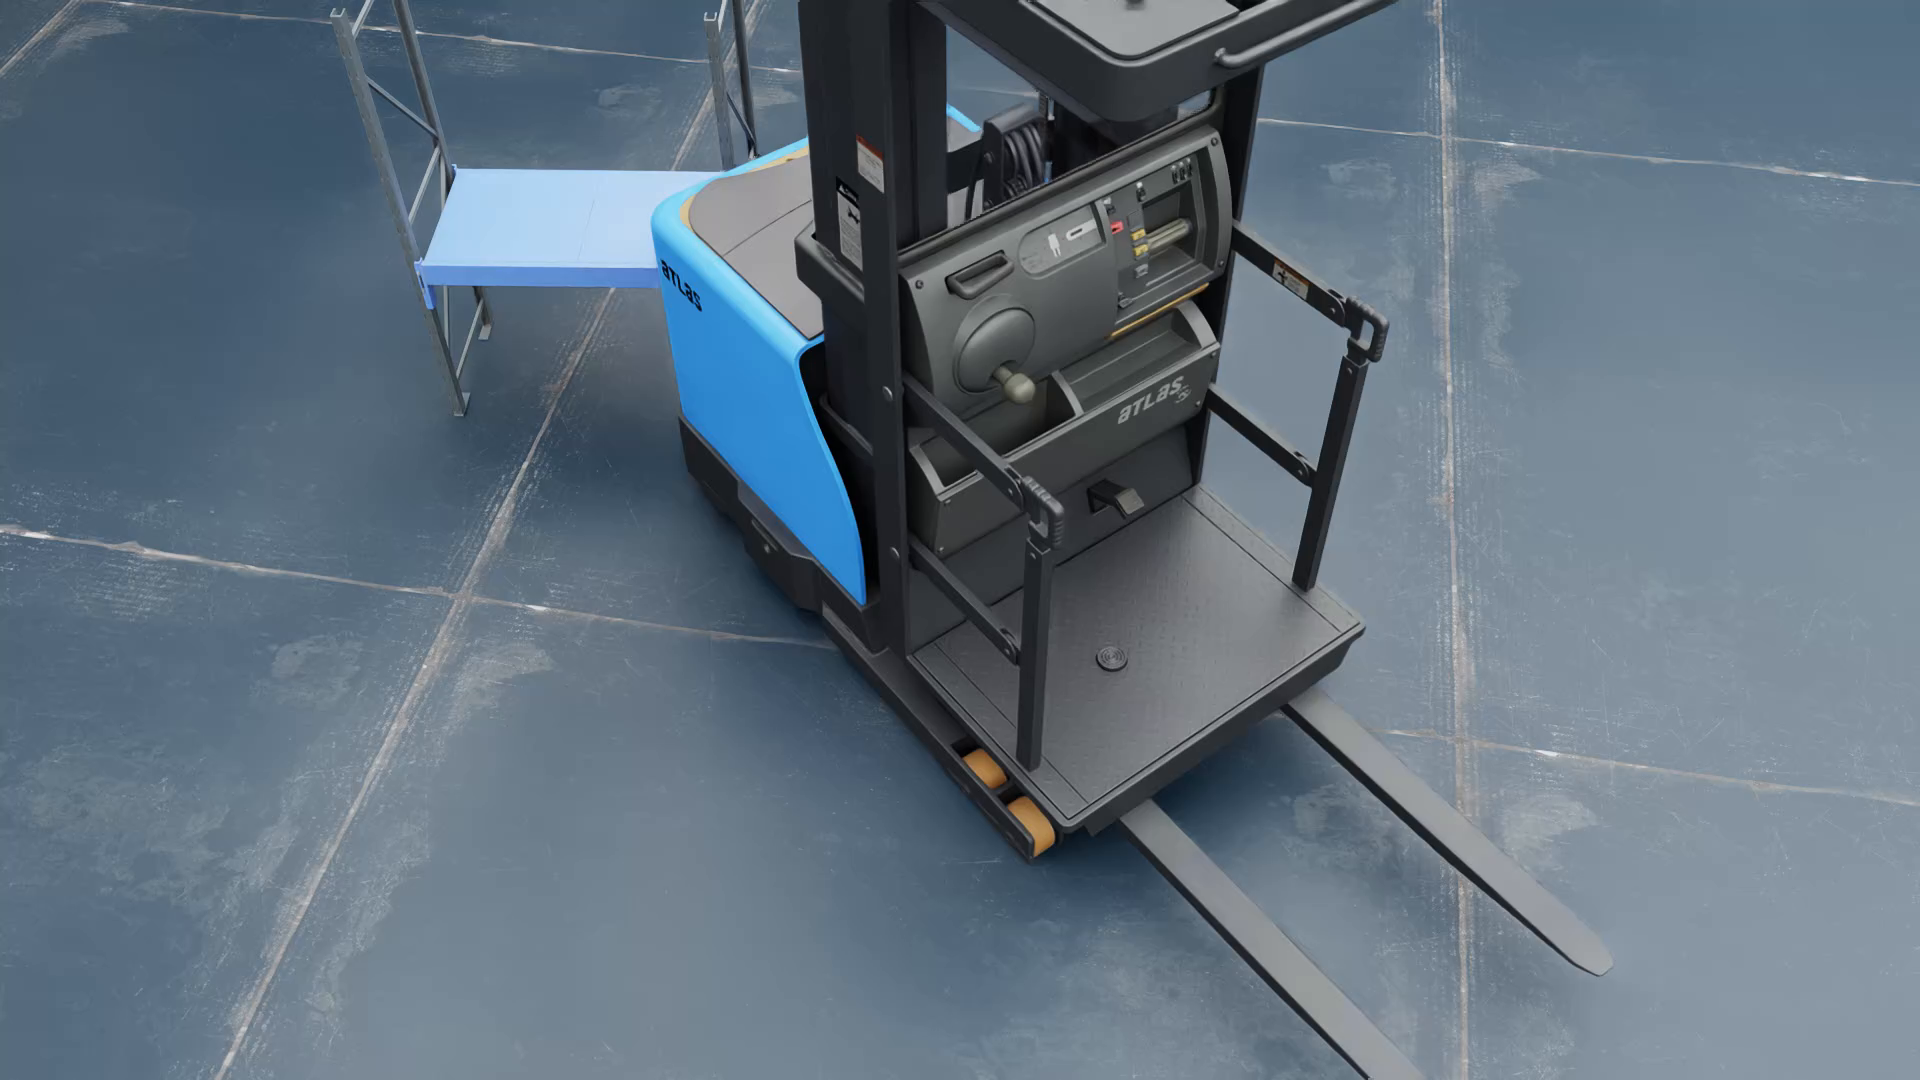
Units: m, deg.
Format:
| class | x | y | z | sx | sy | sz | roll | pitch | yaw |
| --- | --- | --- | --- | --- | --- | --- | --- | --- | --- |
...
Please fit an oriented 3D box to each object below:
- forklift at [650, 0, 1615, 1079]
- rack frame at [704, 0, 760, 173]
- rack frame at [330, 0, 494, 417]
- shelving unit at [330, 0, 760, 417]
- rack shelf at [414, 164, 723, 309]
| class | x | y | z | sx | sy | sz | roll | pitch | yaw |
| --- | --- | --- | --- | --- | --- | --- | --- | --- | --- |
| forklift | 0.406 | -0.549 | 3.773 | 1.130 | 2.935 | 3.031 | -30 | 54 | -24 |
| rack frame | -0.673 | -1.088 | 5.220 | 0.032 | 1.500 | 0.500 | 1 | 48 | 1 |
| rack frame | -1.689 | -1.103 | 5.233 | 0.032 | 1.500 | 0.500 | 1 | 48 | 1 |
| shelving unit | -1.181 | -1.096 | 5.226 | 1.048 | 1.500 | 0.538 | 1 | 48 | 1 |
| rack shelf | -1.181 | -0.976 | 5.360 | 1.000 | 0.185 | 0.538 | 1 | 48 | 1 |
